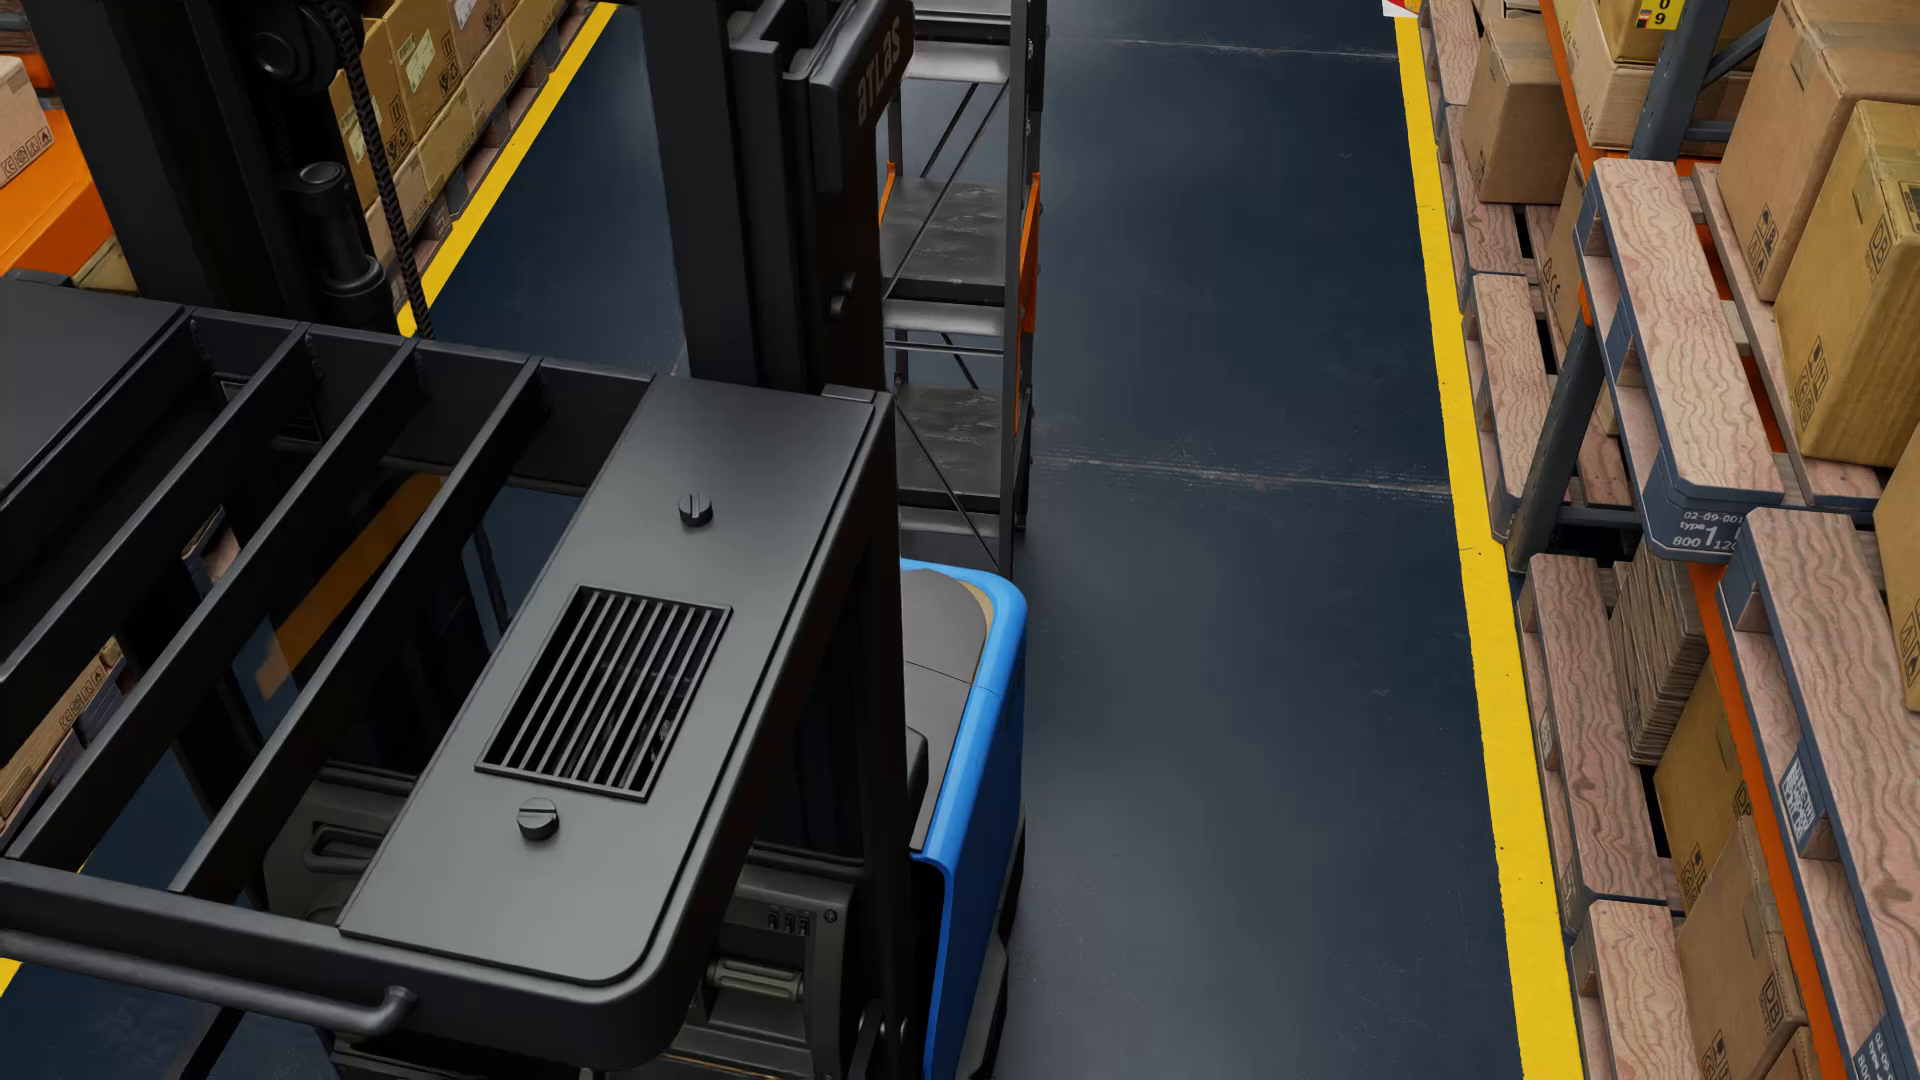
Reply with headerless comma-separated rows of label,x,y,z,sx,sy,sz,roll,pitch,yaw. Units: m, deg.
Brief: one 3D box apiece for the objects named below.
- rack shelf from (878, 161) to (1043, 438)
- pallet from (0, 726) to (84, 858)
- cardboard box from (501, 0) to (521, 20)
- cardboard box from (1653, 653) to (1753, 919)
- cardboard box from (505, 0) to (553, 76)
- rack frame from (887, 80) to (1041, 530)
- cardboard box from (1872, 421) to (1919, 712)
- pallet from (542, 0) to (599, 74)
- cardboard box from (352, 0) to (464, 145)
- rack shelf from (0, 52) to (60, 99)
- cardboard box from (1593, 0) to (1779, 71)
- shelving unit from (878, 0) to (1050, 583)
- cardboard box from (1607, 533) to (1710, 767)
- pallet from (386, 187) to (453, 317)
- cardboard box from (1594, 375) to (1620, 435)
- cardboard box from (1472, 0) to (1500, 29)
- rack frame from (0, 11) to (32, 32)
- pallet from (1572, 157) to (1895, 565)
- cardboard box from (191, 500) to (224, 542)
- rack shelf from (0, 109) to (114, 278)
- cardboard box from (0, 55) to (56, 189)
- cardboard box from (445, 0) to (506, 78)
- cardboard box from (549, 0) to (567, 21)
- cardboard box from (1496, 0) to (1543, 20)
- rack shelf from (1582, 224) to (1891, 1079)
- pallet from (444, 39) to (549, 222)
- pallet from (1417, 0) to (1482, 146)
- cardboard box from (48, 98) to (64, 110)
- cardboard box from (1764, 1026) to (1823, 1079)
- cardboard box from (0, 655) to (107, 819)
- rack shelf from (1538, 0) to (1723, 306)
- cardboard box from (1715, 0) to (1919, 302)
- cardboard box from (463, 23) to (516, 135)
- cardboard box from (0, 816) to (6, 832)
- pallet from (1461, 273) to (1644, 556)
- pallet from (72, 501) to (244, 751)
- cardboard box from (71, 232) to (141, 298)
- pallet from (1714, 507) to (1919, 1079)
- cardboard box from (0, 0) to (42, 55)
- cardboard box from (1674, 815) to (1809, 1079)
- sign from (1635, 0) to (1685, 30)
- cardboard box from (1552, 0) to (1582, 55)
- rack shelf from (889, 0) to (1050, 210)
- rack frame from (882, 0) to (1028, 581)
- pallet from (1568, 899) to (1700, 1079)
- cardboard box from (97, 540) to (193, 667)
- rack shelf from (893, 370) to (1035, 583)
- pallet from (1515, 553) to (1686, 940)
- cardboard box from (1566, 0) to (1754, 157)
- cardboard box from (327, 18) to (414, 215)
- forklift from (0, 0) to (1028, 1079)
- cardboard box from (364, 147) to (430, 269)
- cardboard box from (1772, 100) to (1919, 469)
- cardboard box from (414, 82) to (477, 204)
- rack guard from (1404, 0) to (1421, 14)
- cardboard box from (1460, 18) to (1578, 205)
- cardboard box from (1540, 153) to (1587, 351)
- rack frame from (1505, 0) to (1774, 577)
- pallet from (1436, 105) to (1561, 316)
rack shelf,-0.022,-0.640,4.418,0.431,0.518,0.480,5,44,6
pallet,-2.929,0.925,4.119,1.003,0.211,1.213,5,44,6
cardboard box,-2.076,-2.504,6.862,0.500,0.500,0.500,5,44,6
cardboard box,2.100,0.629,3.902,0.700,0.500,0.500,4,44,5
cardboard box,-2.079,-2.232,7.120,0.500,0.250,0.500,5,44,6
rack frame,0.010,-0.816,4.585,0.400,2.100,0.015,5,44,6
cardboard box,1.961,0.001,2.675,0.700,0.500,0.500,11,45,11
pallet,-2.242,-2.615,7.858,1.003,0.211,1.213,5,44,6
cardboard box,-2.207,-1.822,6.142,0.500,0.500,0.500,5,44,6
rack shelf,-2.447,-2.528,6.262,1.077,0.370,4.000,5,44,6
cardboard box,1.956,-1.554,4.259,0.500,0.500,0.500,5,44,5
shelving unit,-0.022,-0.650,4.409,0.431,2.100,0.503,5,44,6
cardboard box,2.119,0.272,4.279,0.700,0.500,0.500,7,44,7
pallet,-2.564,-0.952,6.102,1.003,0.211,1.213,5,44,6
cardboard box,2.241,-0.477,5.313,0.380,0.166,0.250,0,43,0
cardboard box,2.548,-2.425,7.265,0.500,0.311,0.500,1,43,1
rack frame,-2.711,-1.427,4.575,1.000,3.000,0.127,5,44,6
pallet,1.954,-0.402,3.632,1.003,0.211,1.213,5,44,6
cardboard box,-2.479,-0.272,5.050,0.500,0.250,0.500,5,44,5
rack shelf,-2.975,0.198,3.383,1.077,0.370,4.000,5,44,6
cardboard box,-2.733,-1.033,4.268,0.500,0.250,0.500,8,44,8
cardboard box,-2.143,-2.163,6.502,0.500,0.500,0.500,5,44,6
cardboard box,-2.014,-2.573,7.480,0.500,0.250,0.500,5,44,6
cardboard box,2.472,-2.036,6.855,0.500,0.311,0.500,9,44,9
rack shelf,1.935,0.645,2.910,1.077,0.370,4.000,5,44,6
pallet,-2.406,-1.786,6.983,1.003,0.211,1.213,5,44,6
pallet,2.576,-2.090,7.304,1.003,0.211,1.213,5,44,6
cardboard box,-2.789,-1.529,5.832,0.500,0.500,0.500,5,44,6
cardboard box,1.935,1.318,3.174,0.700,0.500,0.500,5,44,5
cardboard box,-2.614,0.422,4.318,0.500,0.250,0.500,6,44,6
rack shelf,2.464,-2.081,5.789,1.077,0.370,4.000,5,44,6
cardboard box,2.099,-0.831,3.553,0.700,0.500,0.500,5,44,6
cardboard box,-2.147,-1.891,6.760,0.500,0.250,0.500,5,44,6
cardboard box,-2.683,0.768,3.951,0.500,0.250,0.500,6,44,6
pallet,2.253,-0.427,5.548,1.003,0.211,1.213,5,44,6
pallet,-2.770,0.092,5.000,1.003,0.211,1.213,5,44,6
cardboard box,-2.866,-0.917,5.731,0.500,0.250,0.500,5,44,6
pallet,1.892,0.464,2.718,1.003,0.211,1.213,5,44,6
cardboard box,-2.659,-1.766,4.861,0.700,0.500,0.500,4,44,4
cardboard box,1.993,0.973,3.539,0.700,0.500,0.500,6,44,6
sign,1.661,-1.337,3.851,0.100,0.325,0.005,5,44,6
cardboard box,2.036,-1.621,4.875,0.500,0.250,0.500,5,44,6
rack shelf,-0.022,-1.148,3.937,0.431,0.518,0.480,5,44,6
rack frame,-0.054,-0.483,4.233,0.400,2.100,0.015,5,44,6
pallet,1.939,1.398,3.620,1.003,0.211,1.213,5,44,6
cardboard box,-2.547,0.073,4.686,0.500,0.250,0.500,5,44,5
rack shelf,-0.022,-0.131,4.900,0.431,0.518,0.480,5,44,6
pallet,2.098,0.564,4.500,1.003,0.211,1.213,5,44,6
cardboard box,1.962,-1.282,4.517,0.500,0.250,0.500,5,44,6
cardboard box,-2.281,-1.482,5.783,0.500,0.500,0.500,5,44,6
forklift,-0.666,0.709,2.369,1.130,2.935,3.031,9,44,9
cardboard box,-2.278,-1.209,6.040,0.500,0.250,0.500,5,44,6
cardboard box,2.018,-0.451,3.152,0.700,0.500,0.500,9,44,10
cardboard box,-2.207,-1.550,6.399,0.500,0.250,0.500,5,44,6
rack guard,2.718,-2.745,7.786,1.175,0.500,0.348,5,44,6
cardboard box,2.326,-1.610,6.266,0.700,0.500,0.500,3,44,3
cardboard box,2.297,-0.942,5.561,0.500,0.500,0.500,2,43,2
rack frame,2.200,-0.979,4.102,1.000,3.000,0.127,5,44,6
pallet,2.412,-1.261,6.428,1.003,0.211,1.213,5,44,6
